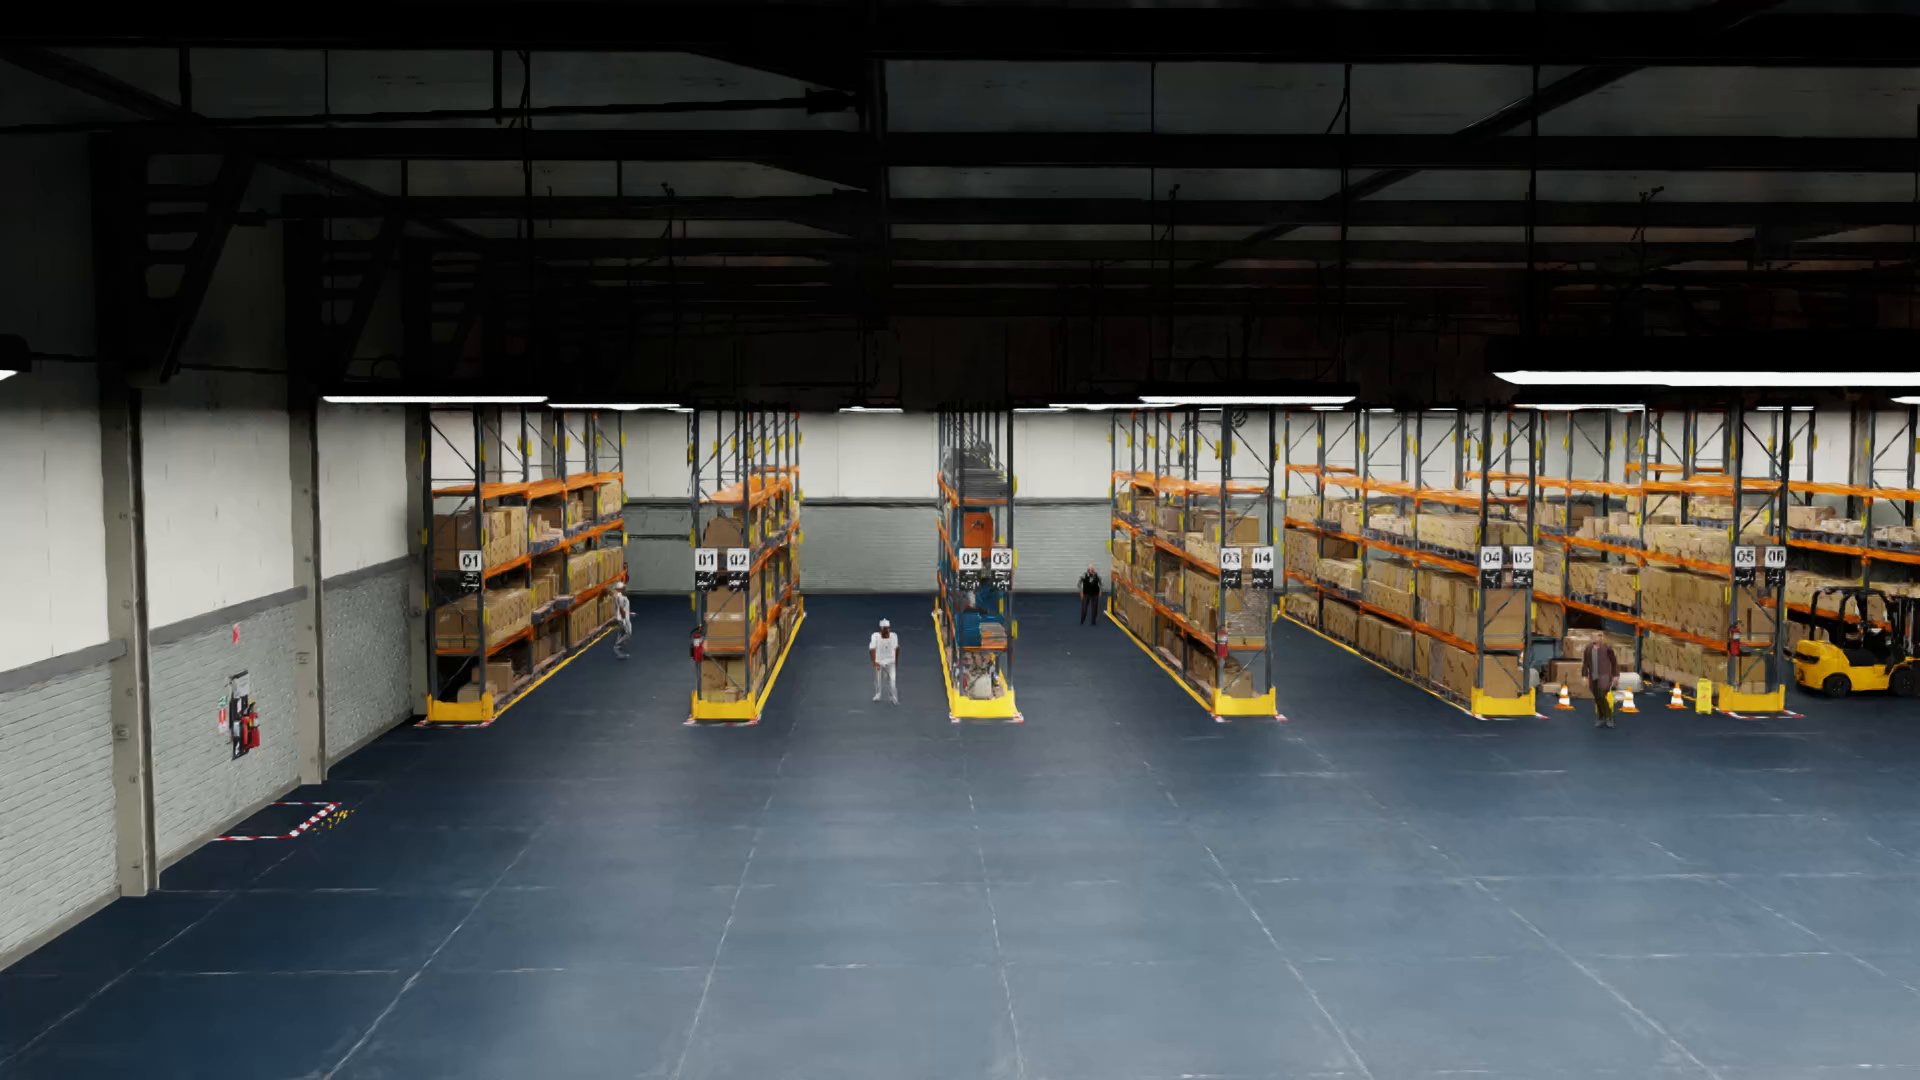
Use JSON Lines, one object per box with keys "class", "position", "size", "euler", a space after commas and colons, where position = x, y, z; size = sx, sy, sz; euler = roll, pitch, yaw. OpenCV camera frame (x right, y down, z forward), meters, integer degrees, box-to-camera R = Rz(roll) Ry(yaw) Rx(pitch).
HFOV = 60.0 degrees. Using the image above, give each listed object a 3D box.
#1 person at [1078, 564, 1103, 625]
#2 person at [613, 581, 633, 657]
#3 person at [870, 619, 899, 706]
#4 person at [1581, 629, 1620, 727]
{"class": "person", "position": [3.526, 1.445, 45.034], "size": [0.673, 1.613, 0.530], "euler": [0, 4, -2]}
{"class": "person", "position": [-7.968, 1.864, 39.082], "size": [0.444, 1.781, 0.604], "euler": [-2, 5, -26]}
{"class": "person", "position": [-1.481, 2.383, 32.701], "size": [0.598, 1.690, 1.094], "euler": [-1, 4, -11]}
{"class": "person", "position": [11.710, 2.516, 30.404], "size": [0.524, 1.764, 0.689], "euler": [-3, 5, -36]}
